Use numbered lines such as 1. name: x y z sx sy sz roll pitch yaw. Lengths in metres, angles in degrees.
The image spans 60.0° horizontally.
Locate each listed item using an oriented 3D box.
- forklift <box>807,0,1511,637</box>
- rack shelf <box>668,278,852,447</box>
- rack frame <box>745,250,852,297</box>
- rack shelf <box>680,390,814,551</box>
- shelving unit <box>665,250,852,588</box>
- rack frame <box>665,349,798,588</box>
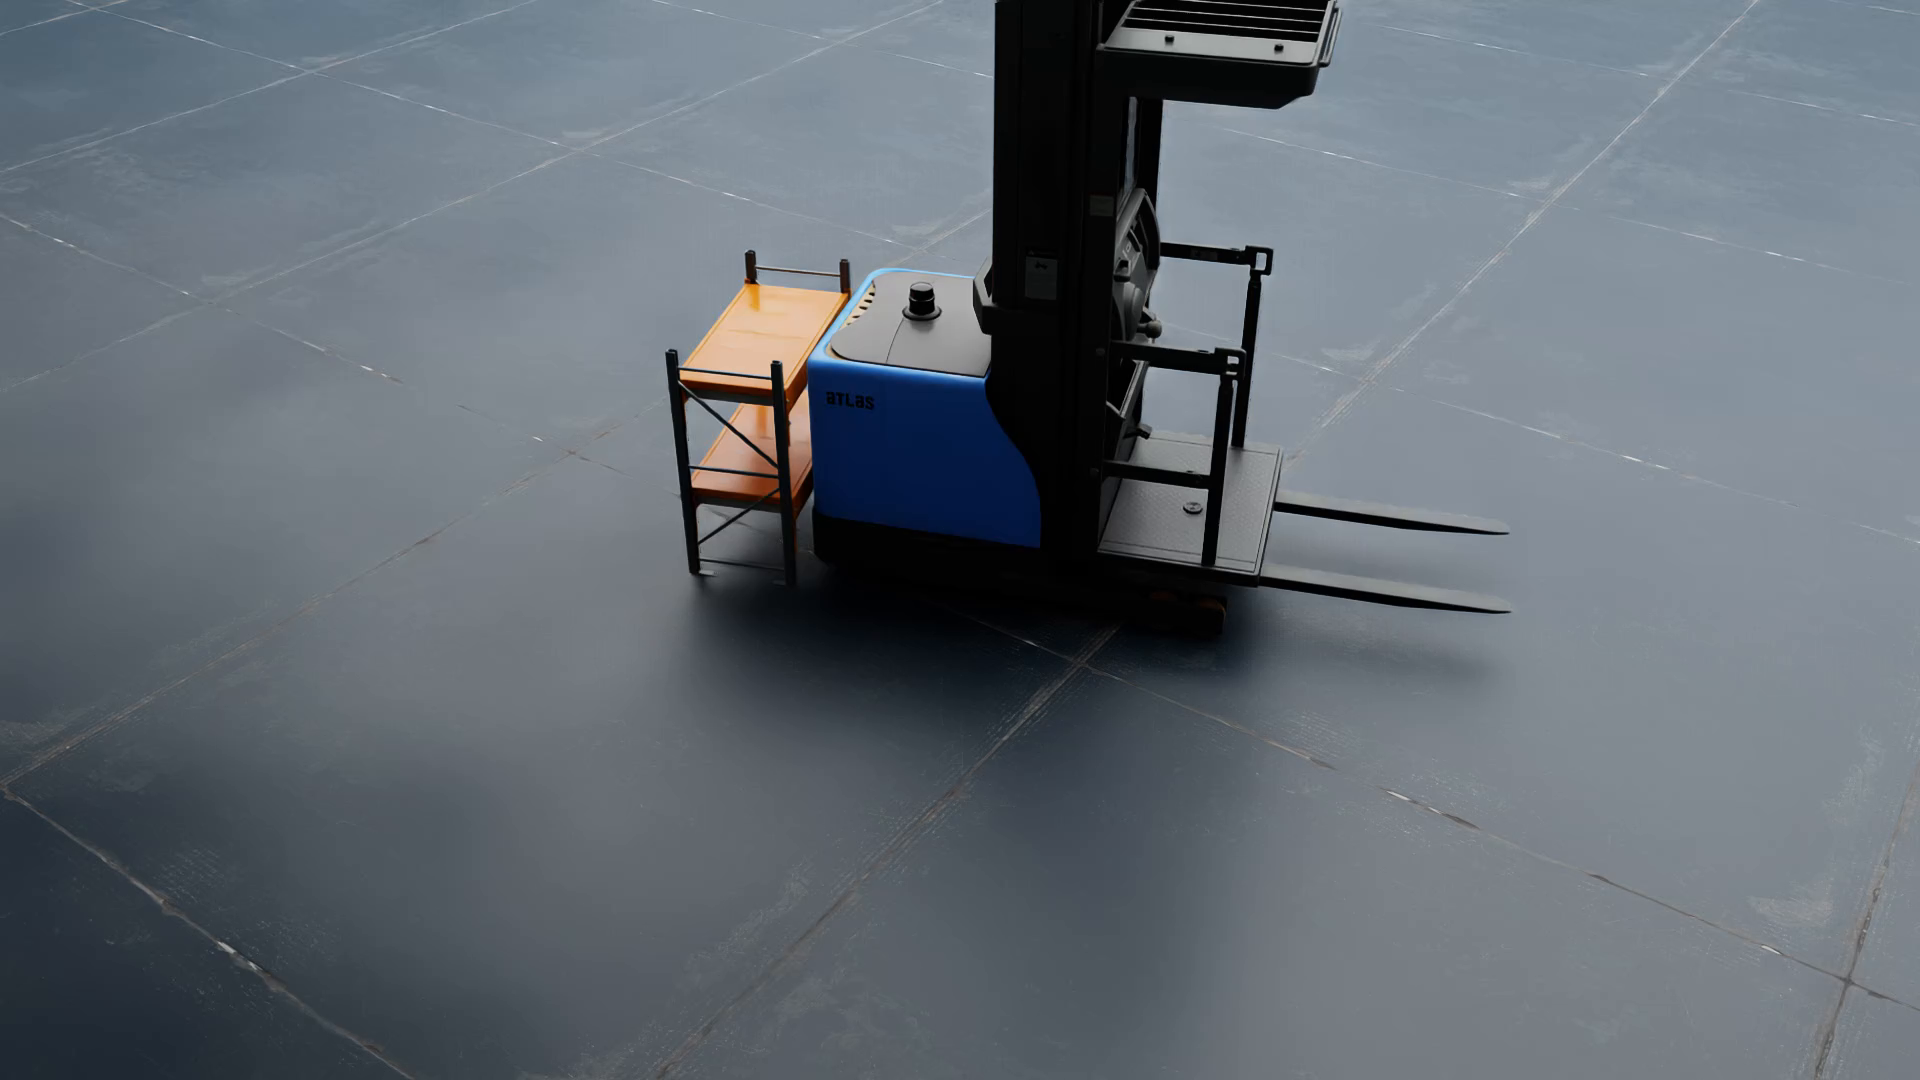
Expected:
1. forklift: 0.913 -1.130 6.805 3.031 2.935 1.130 8 35 12
2. rack shelf: -0.865 -0.812 7.425 0.538 0.278 1.000 7 35 10
3. rack frame: -0.753 -0.848 7.999 0.500 1.125 0.032 7 35 10
4. rack shelf: -0.865 -0.367 7.725 0.538 0.278 1.000 7 35 10
5. shelving unit: -0.865 -0.570 7.589 0.538 1.125 1.048 7 35 10
6. rack frame: -0.976 -0.292 7.178 0.500 1.125 0.032 7 35 10
